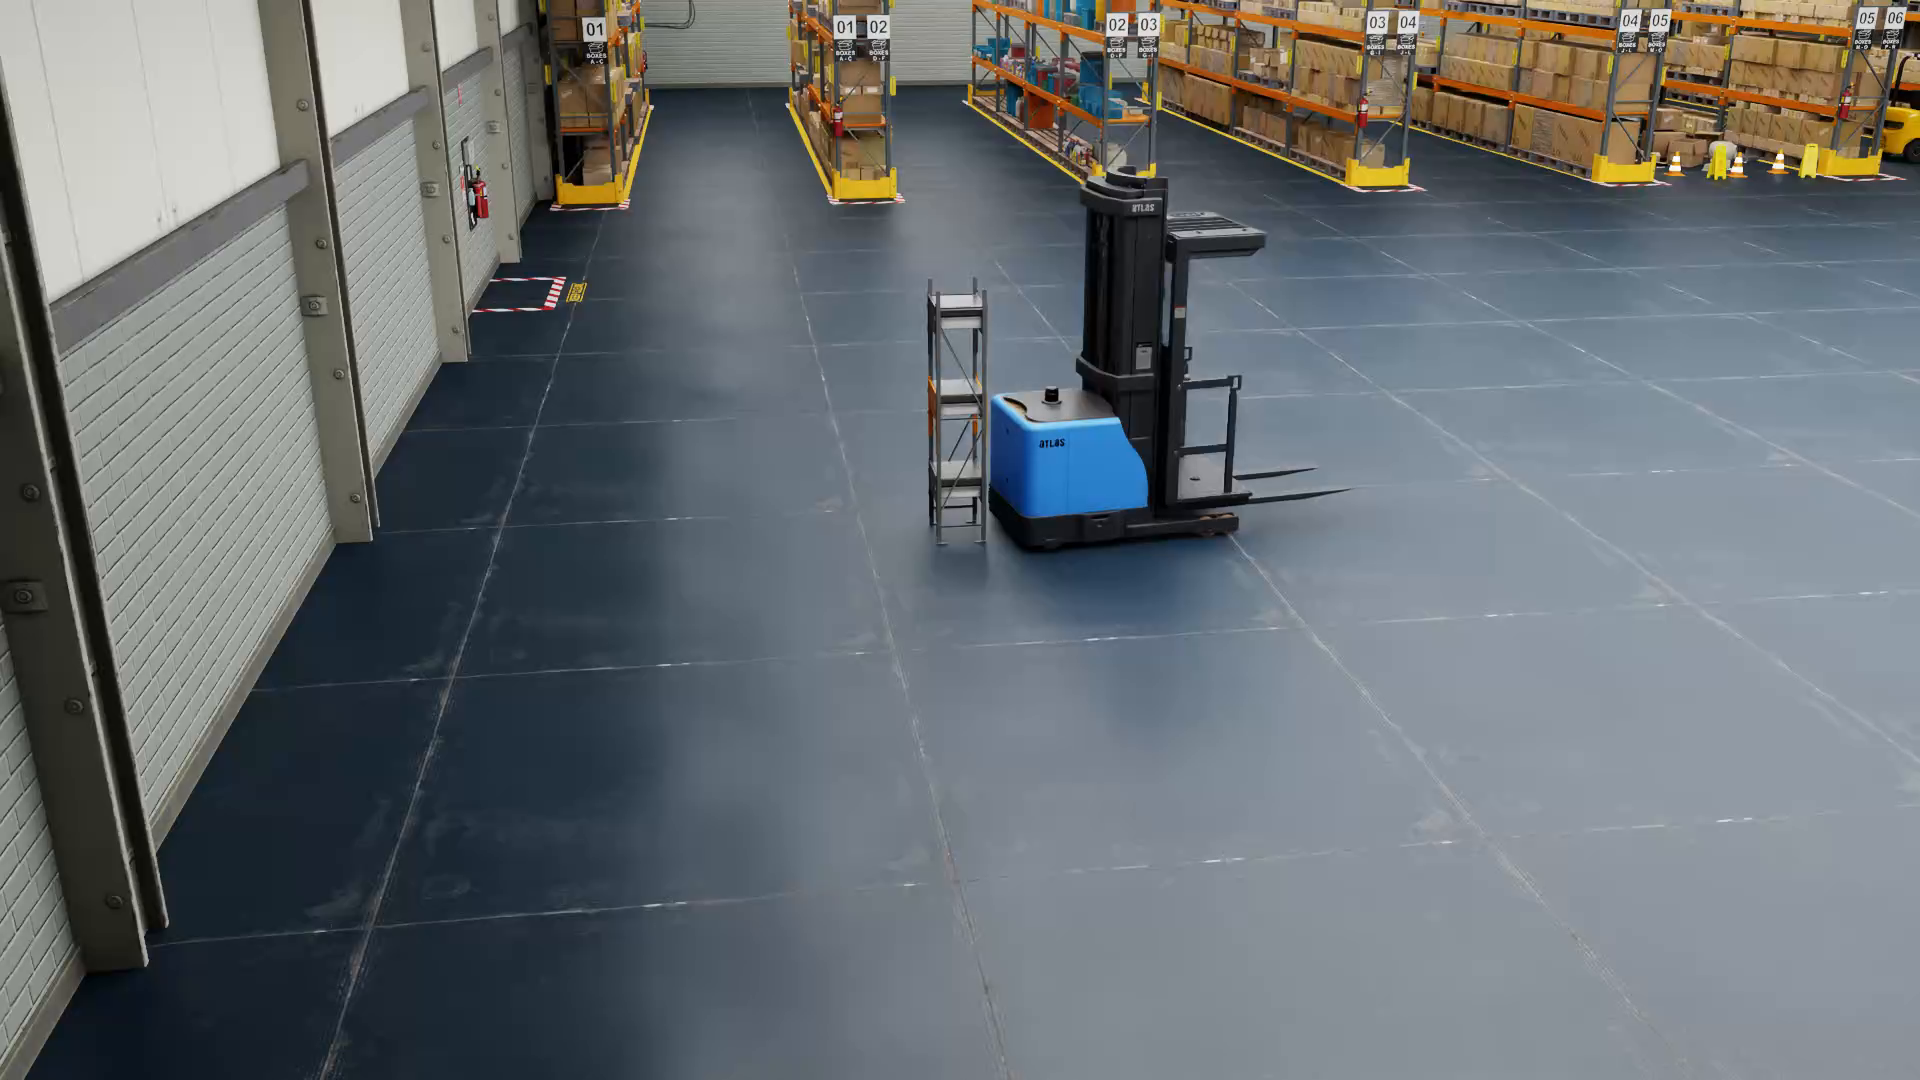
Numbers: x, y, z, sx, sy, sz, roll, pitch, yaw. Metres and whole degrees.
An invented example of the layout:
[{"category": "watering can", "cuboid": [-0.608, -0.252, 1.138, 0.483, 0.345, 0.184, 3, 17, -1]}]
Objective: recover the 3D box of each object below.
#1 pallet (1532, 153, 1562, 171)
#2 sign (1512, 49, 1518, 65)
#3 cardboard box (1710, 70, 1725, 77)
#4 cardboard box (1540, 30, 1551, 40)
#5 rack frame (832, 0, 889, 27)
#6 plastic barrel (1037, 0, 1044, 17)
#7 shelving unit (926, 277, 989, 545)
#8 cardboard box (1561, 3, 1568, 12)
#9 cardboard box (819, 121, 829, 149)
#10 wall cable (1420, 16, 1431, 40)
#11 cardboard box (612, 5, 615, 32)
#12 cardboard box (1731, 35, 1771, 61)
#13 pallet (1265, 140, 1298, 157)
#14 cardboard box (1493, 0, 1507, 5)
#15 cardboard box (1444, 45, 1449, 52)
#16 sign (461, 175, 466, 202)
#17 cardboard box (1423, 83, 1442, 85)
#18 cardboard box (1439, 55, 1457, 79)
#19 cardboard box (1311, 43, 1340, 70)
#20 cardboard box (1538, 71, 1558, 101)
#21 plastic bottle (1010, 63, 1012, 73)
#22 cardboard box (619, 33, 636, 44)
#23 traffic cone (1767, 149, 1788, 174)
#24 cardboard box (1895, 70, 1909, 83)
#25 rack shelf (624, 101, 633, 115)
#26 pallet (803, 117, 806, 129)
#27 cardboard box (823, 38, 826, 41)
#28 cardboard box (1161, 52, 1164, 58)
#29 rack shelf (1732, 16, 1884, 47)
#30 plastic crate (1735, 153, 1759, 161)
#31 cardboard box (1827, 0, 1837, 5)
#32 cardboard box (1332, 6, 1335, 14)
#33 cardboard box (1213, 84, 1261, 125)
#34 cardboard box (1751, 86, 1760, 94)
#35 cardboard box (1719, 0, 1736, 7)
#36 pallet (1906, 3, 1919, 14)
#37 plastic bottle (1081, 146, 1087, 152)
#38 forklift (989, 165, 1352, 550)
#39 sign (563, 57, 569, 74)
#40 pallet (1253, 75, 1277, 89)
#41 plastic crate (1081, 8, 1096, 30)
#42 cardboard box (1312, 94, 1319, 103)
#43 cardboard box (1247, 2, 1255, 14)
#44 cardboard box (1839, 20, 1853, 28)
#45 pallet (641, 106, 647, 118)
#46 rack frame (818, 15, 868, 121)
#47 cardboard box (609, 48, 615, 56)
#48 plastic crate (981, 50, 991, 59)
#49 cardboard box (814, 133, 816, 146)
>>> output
[{"category": "pallet", "cuboid": [12.598, -7.841, 34.409, 1.003, 0.211, 1.213, -3, 21, -8]}, {"category": "sign", "cuboid": [11.851, -10.313, 35.499, 0.100, 0.325, 0.005, -3, 21, -8]}, {"category": "cardboard box", "cuboid": [16.923, -10.366, 36.943, 0.380, 0.149, 0.250, -3, 21, -7]}, {"category": "cardboard box", "cuboid": [15.776, -13.558, 44.156, 0.500, 0.500, 0.500, -3, 21, -8]}, {"category": "rack frame", "cuboid": [-1.763, -10.550, 29.102, 1.000, 3.000, 0.127, -3, 21, -8]}, {"category": "plastic barrel", "cuboid": [1.984, -11.843, 36.237, 0.600, 0.830, 0.708, -3, 21, -8]}, {"category": "shelving unit", "cuboid": [-0.024, -1.041, 13.502, 0.431, 2.100, 0.503, -3, 21, -8]}, {"category": "cardboard box", "cuboid": [12.322, -10.700, 33.405, 0.380, 0.149, 0.250, -3, 21, -7]}, {"category": "cardboard box", "cuboid": [-2.583, -8.208, 33.664, 0.500, 0.500, 0.500, -3, 21, -8]}, {"category": "wall cable", "cuboid": [14.704, -16.720, 52.697, 0.585, 1.953, 0.123, -3, 21, -8]}, {"category": "cardboard box", "cuboid": [-6.685, -9.630, 30.755, 0.500, 0.500, 0.500, -2, 21, -4]}, {"category": "cardboard box", "cuboid": [17.119, -10.614, 35.851, 0.700, 0.500, 0.500, -3, 21, -8]}, {"category": "pallet", "cuboid": [7.350, -8.586, 36.404, 1.003, 0.211, 1.213, -3, 21, -8]}, {"category": "cardboard box", "cuboid": [11.991, -11.833, 36.296, 0.500, 0.250, 0.500, -3, 21, -8]}, {"category": "cardboard box", "cuboid": [11.894, -11.844, 40.048, 0.380, 0.149, 0.250, -3, 21, -9]}, {"category": "sign", "cuboid": [-6.460, -4.573, 21.621, 0.001, 0.329, 0.234, -3, 21, -8]}, {"category": "cardboard box", "cuboid": [11.818, -11.199, 41.314, 0.500, 0.250, 0.500, -3, 21, -7]}, {"category": "cardboard box", "cuboid": [11.607, -11.101, 39.008, 0.500, 0.500, 0.500, -3, 21, -7]}, {"category": "cardboard box", "cuboid": [7.422, -9.763, 33.571, 0.500, 0.500, 0.500, -3, 21, -8]}, {"category": "cardboard box", "cuboid": [12.514, -9.399, 34.380, 0.875, 0.550, 0.550, -3, 21, -8]}, {"category": "plastic bottle", "cuboid": [1.270, -11.427, 40.209, 0.097, 0.271, 0.097, 0, 20, 0]}, {"category": "cardboard box", "cuboid": [-8.074, -12.042, 40.001, 0.500, 0.250, 0.500, -2, 21, -6]}, {"category": "traffic cone", "cuboid": [16.508, -7.633, 33.493, 0.336, 0.463, 0.334, -3, 21, -8]}, {"category": "cardboard box", "cuboid": [21.772, -10.639, 38.130, 0.500, 0.250, 0.500, -3, 21, -8]}, {"category": "rack shelf", "cuboid": [-7.529, -9.229, 35.168, 1.077, 0.370, 4.000, -3, 21, -8]}, {"category": "pallet", "cuboid": [-3.338, -10.309, 41.015, 1.003, 0.211, 1.213, -3, 21, -8]}, {"category": "cardboard box", "cuboid": [-3.282, -12.587, 41.558, 0.500, 0.500, 0.500, -2, 21, -6]}, {"category": "cardboard box", "cuboid": [5.646, -13.076, 44.797, 0.380, 0.149, 0.250, -3, 21, -8]}, {"category": "rack shelf", "cuboid": [17.558, -10.499, 34.280, 1.077, 0.370, 4.000, -3, 21, -8]}, {"category": "plastic crate", "cuboid": [16.685, -8.170, 35.477, 0.402, 0.080, 0.583, -11, 23, -26]}, {"category": "cardboard box", "cuboid": [17.452, -10.680, 32.956, 0.380, 0.149, 0.250, -3, 21, -8]}, {"category": "cardboard box", "cuboid": [7.518, -10.388, 32.601, 0.380, 0.149, 0.250, -4, 21, -11]}, {"category": "cardboard box", "cuboid": [6.808, -10.449, 39.843, 1.225, 0.875, 0.875, -4, 21, -10]}, {"category": "cardboard box", "cuboid": [17.156, -9.617, 35.538, 0.380, 0.149, 0.250, -2, 21, -6]}, {"category": "cardboard box", "cuboid": [17.043, -11.850, 36.482, 0.500, 0.250, 0.500, -3, 21, -9]}, {"category": "pallet", "cuboid": [22.042, -11.995, 37.531, 0.805, 0.209, 1.217, -4, 21, -10]}, {"category": "plastic bottle", "cuboid": [2.500, -7.807, 33.595, 0.152, 0.276, 0.135, -3, 21, -8]}, {"category": "forklift", "cuboid": [1.820, -1.571, 13.733, 3.031, 2.935, 1.130, -6, 21, -15]}, {"category": "sign", "cuboid": [-7.790, -9.387, 32.907, 0.100, 0.325, 0.005, -3, 21, -8]}, {"category": "pallet", "cuboid": [7.213, -10.235, 37.106, 1.003, 0.211, 1.213, -3, 21, -8]}, {"category": "plastic crate", "cuboid": [2.566, -10.031, 32.022, 0.392, 0.384, 0.575, -3, 21, -8]}, {"category": "cardboard box", "cuboid": [7.402, -8.984, 33.843, 0.380, 0.149, 0.250, -3, 21, -8]}, {"category": "cardboard box", "cuboid": [6.776, -11.990, 37.458, 0.500, 0.250, 0.500, -2, 21, -6]}, {"category": "cardboard box", "cuboid": [17.519, -10.135, 32.637, 0.380, 0.149, 0.250, -3, 21, -8]}, {"category": "pallet", "cuboid": [-8.606, -11.028, 42.941, 1.003, 0.211, 1.213, -3, 21, -8]}, {"category": "rack frame", "cuboid": [-2.340, -9.125, 33.860, 1.000, 3.000, 0.127, -3, 21, -8]}, {"category": "cardboard box", "cuboid": [-7.677, -10.587, 36.076, 0.380, 0.149, 0.250, -6, 21, -17]}, {"category": "plastic crate", "cuboid": [0.776, -12.816, 43.896, 0.416, 0.233, 0.300, -3, 21, -8]}, {"category": "cardboard box", "cuboid": [-2.904, -8.691, 36.028, 0.500, 0.250, 0.500, -2, 21, -7]}]
